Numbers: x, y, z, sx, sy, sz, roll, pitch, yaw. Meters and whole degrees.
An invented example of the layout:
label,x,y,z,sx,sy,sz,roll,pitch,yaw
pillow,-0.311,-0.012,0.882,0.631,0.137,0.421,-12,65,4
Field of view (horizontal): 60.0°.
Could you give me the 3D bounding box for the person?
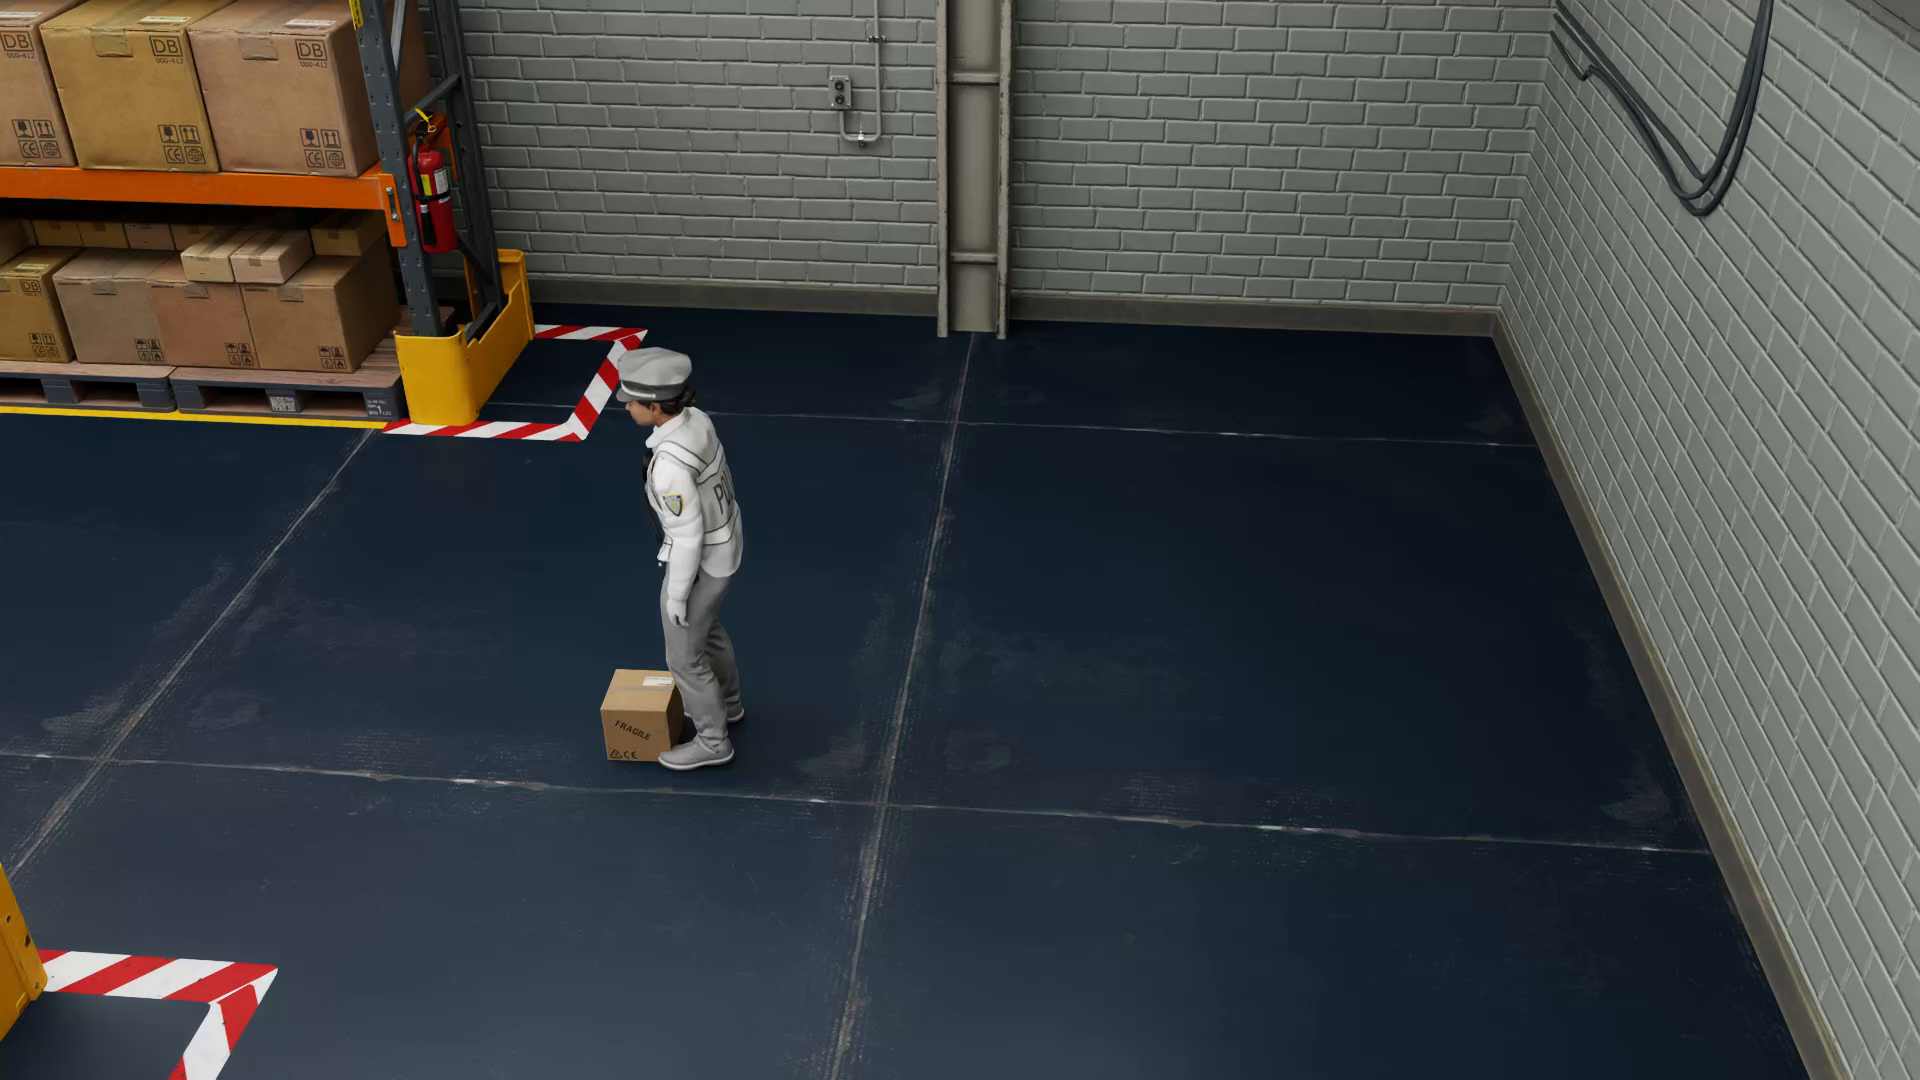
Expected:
label,x,y,z,sx,sy,sz,roll,pitch,yaw
person,-0.972,0.084,6.000,0.375,1.662,0.532,1,32,2
